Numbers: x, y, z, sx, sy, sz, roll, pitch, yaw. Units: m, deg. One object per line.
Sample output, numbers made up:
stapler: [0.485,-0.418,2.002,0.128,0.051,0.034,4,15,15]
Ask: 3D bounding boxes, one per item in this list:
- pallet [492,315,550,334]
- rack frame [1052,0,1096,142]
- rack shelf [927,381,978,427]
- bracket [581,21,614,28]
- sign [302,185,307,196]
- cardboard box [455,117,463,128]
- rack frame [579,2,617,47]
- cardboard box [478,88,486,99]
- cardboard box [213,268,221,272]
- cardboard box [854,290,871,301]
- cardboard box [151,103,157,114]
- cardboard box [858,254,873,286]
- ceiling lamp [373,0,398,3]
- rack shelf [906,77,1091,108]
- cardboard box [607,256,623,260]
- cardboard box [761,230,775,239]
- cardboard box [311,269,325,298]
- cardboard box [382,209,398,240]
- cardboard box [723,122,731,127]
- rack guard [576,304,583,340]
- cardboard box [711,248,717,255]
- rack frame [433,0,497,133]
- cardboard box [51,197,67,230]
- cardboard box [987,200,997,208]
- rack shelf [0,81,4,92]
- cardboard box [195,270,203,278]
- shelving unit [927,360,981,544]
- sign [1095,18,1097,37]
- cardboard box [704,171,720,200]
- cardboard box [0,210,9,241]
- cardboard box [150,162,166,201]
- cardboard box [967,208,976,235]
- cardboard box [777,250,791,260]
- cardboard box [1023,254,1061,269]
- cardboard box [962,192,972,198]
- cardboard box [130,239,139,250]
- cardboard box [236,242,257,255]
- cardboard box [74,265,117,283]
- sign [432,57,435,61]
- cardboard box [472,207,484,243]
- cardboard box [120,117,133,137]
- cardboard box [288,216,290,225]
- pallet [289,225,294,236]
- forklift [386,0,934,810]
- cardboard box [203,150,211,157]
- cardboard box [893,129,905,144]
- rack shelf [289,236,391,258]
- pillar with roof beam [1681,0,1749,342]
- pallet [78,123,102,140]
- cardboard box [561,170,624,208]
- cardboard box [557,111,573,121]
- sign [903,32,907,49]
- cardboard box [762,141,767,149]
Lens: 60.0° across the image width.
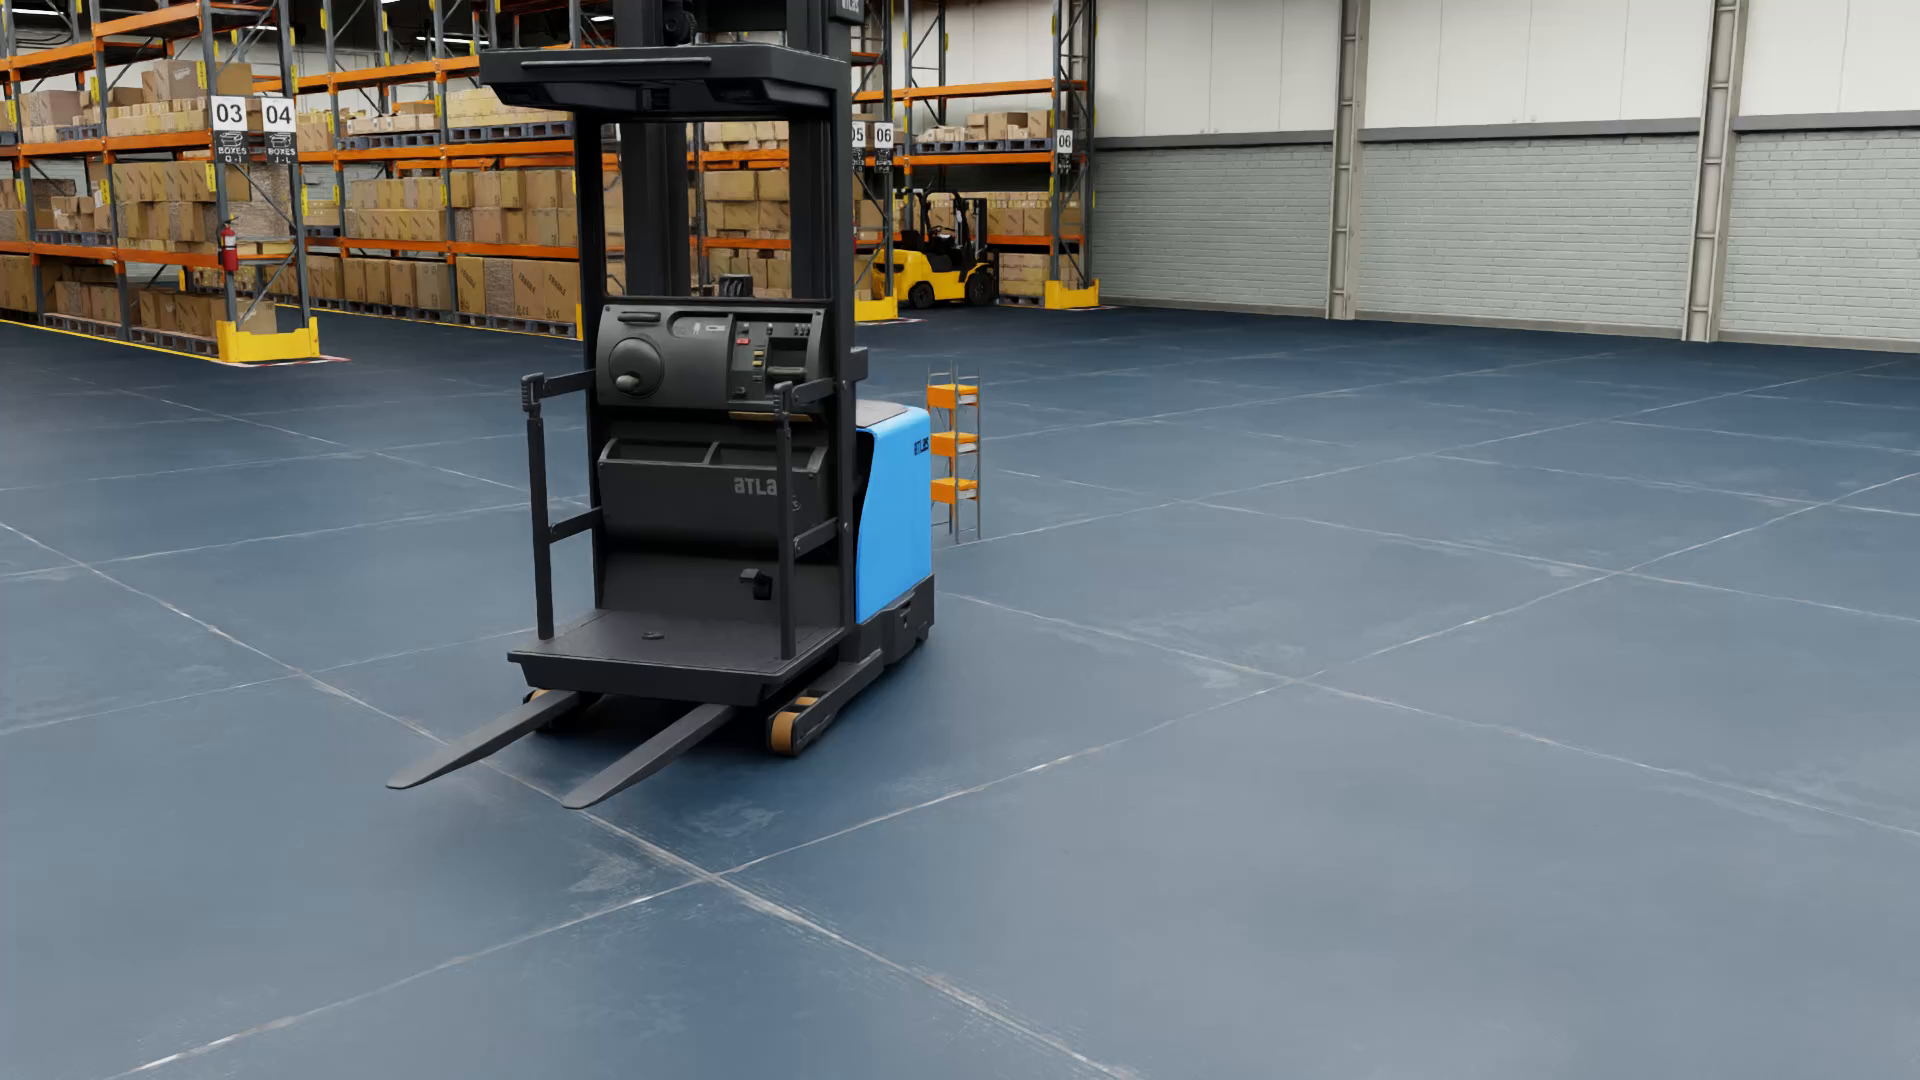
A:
pallet: [-6.473,-3.349,25.646,1.003,0.211,1.213,-11,16,-43]
rack frame: [2.072,-8.766,30.161,1.000,3.000,0.127,-11,16,-43]
rack shelf: [-0.037,-0.790,9.788,0.215,0.259,0.240,-11,16,-43]
bracket: [-8.367,-12.895,41.280,0.076,0.066,4.783,-11,16,-43]
sign: [-12.914,-6.828,32.749,0.100,0.325,0.005,-11,16,-43]
cardboard box: [-7.602,-6.478,25.821,0.380,0.149,0.250,-11,16,-42]
rack frame: [-7.040,-9.242,32.468,1.000,3.000,0.127,-11,16,-43]
cardboard box: [-7.077,-6.757,25.202,0.380,0.149,0.250,-11,16,-42]
cardboard box: [-15.036,-5.554,33.986,0.380,0.149,0.250,-11,16,-42]
cardboard box: [-1.872,-4.151,28.400,0.500,0.250,0.500,-11,16,-43]
cardboard box: [-10.313,-5.621,21.713,0.380,0.149,0.250,-10,16,-41]
cardboard box: [-1.589,-5.643,34.714,0.875,0.625,0.625,-11,16,-43]
ceiling lamp: [-10.806,-12.258,32.644,0.800,3.185,2.000,-11,16,-43]
rack shelf: [0.691,-8.510,31.691,1.077,0.370,4.000,-11,16,-43]
cardboard box: [-7.457,-5.581,33.791,0.875,0.875,0.875,-11,16,-43]
cardboard box: [-3.221,-5.285,28.753,0.380,0.149,0.250,-11,16,-43]
cardboard box: [-11.550,-4.716,30.524,0.500,0.500,0.500,-10,15,-40]
cardboard box: [-9.392,-5.324,28.073,0.500,0.500,0.500,-11,16,-43]
cardboard box: [-3.920,-7.291,29.081,0.250,0.149,0.380,11,16,43]
rack guard: [-5.009,-3.204,24.222,1.175,0.500,0.348,-11,16,-43]
cardboard box: [-5.528,-6.686,38.475,0.380,0.149,0.250,-11,16,-44]
rack frame: [-7.788,-7.953,26.215,1.000,3.000,0.127,-11,16,-43]
cardboard box: [-13.806,-5.104,25.963,0.500,0.500,0.500,9,15,38]
cardboard box: [0.726,-6.390,31.639,0.380,0.149,0.250,-11,16,-42]
rack shelf: [-18.351,-8.188,30.129,1.077,0.370,4.000,-11,16,-43]
cardboard box: [-15.751,-5.562,34.759,0.380,0.149,0.250,-11,16,-43]
shelving unit: [-0.037,-0.522,9.843,0.215,1.050,0.252,-11,16,-43]
sign: [2.478,-9.378,30.422,0.100,0.325,0.005,-11,16,-43]
cardboard box: [-4.131,-6.310,29.641,0.700,0.500,0.500,-11,16,-43]
cardboard box: [-15.429,-5.158,27.265,0.500,0.500,0.500,11,16,43]
cardboard box: [-10.274,-4.705,21.851,0.500,0.500,0.500,-11,16,-43]
cardboard box: [0.481,-6.136,32.013,0.500,0.500,0.500,-11,16,-42]
cardboard box: [-2.911,-4.881,28.474,0.380,0.149,0.250,-10,15,-40]
cardboard box: [1.528,-5.201,31.016,0.500,0.250,0.500,-10,15,-41]
cardboard box: [0.262,-6.660,32.209,0.380,0.149,0.250,-11,16,-43]
cardboard box: [-11.158,-4.072,22.863,0.380,0.149,0.250,-11,16,-43]
cardboard box: [-9.029,-3.645,20.791,0.380,0.149,0.250,-11,16,-43]
cardboard box: [-13.349,-4.111,25.680,0.500,0.250,0.500,-9,14,-36]
sign: [-12.162,-10.979,38.390,0.100,0.325,0.005,-11,16,-43]
cardboard box: [-7.128,-4.959,26.178,0.875,0.550,0.550,-11,16,-43]
cardboard box: [-10.951,-5.557,22.386,0.500,0.250,0.500,-11,16,-43]
cardboard box: [-12.296,-5.917,30.778,0.250,0.149,0.380,11,16,43]
pallet: [-11.947,-5.788,31.048,1.003,0.211,1.213,-11,16,-43]
forklift: [-1.023,-0.733,6.204,1.130,2.935,3.031,3,12,16]
cardboard box: [-14.876,-7.833,33.438,0.500,0.250,0.500,-11,16,-43]
cardboard box: [-1.366,-8.164,33.602,0.500,0.311,0.500,11,16,43]
rack shelf: [-11.932,-5.539,31.143,1.077,0.370,4.000,-11,16,-43]
pillar with roof beam: [7.416,-6.642,19.852,9.100,9.000,0.400,-11,16,-43]
pallet: [-11.794,-5.821,23.763,1.213,0.211,1.003,-11,16,-43]
cardboard box: [-5.254,-5.093,24.152,0.875,0.550,0.550,-11,16,-43]
cardboard box: [-5.500,-6.033,23.664,0.380,0.149,0.250,-11,16,-43]
sign: [-1.074,-9.769,32.517,0.100,0.325,0.005,-11,16,-43]
cardboard box: [-3.174,-6.761,28.481,0.380,0.149,0.250,-11,16,-42]
